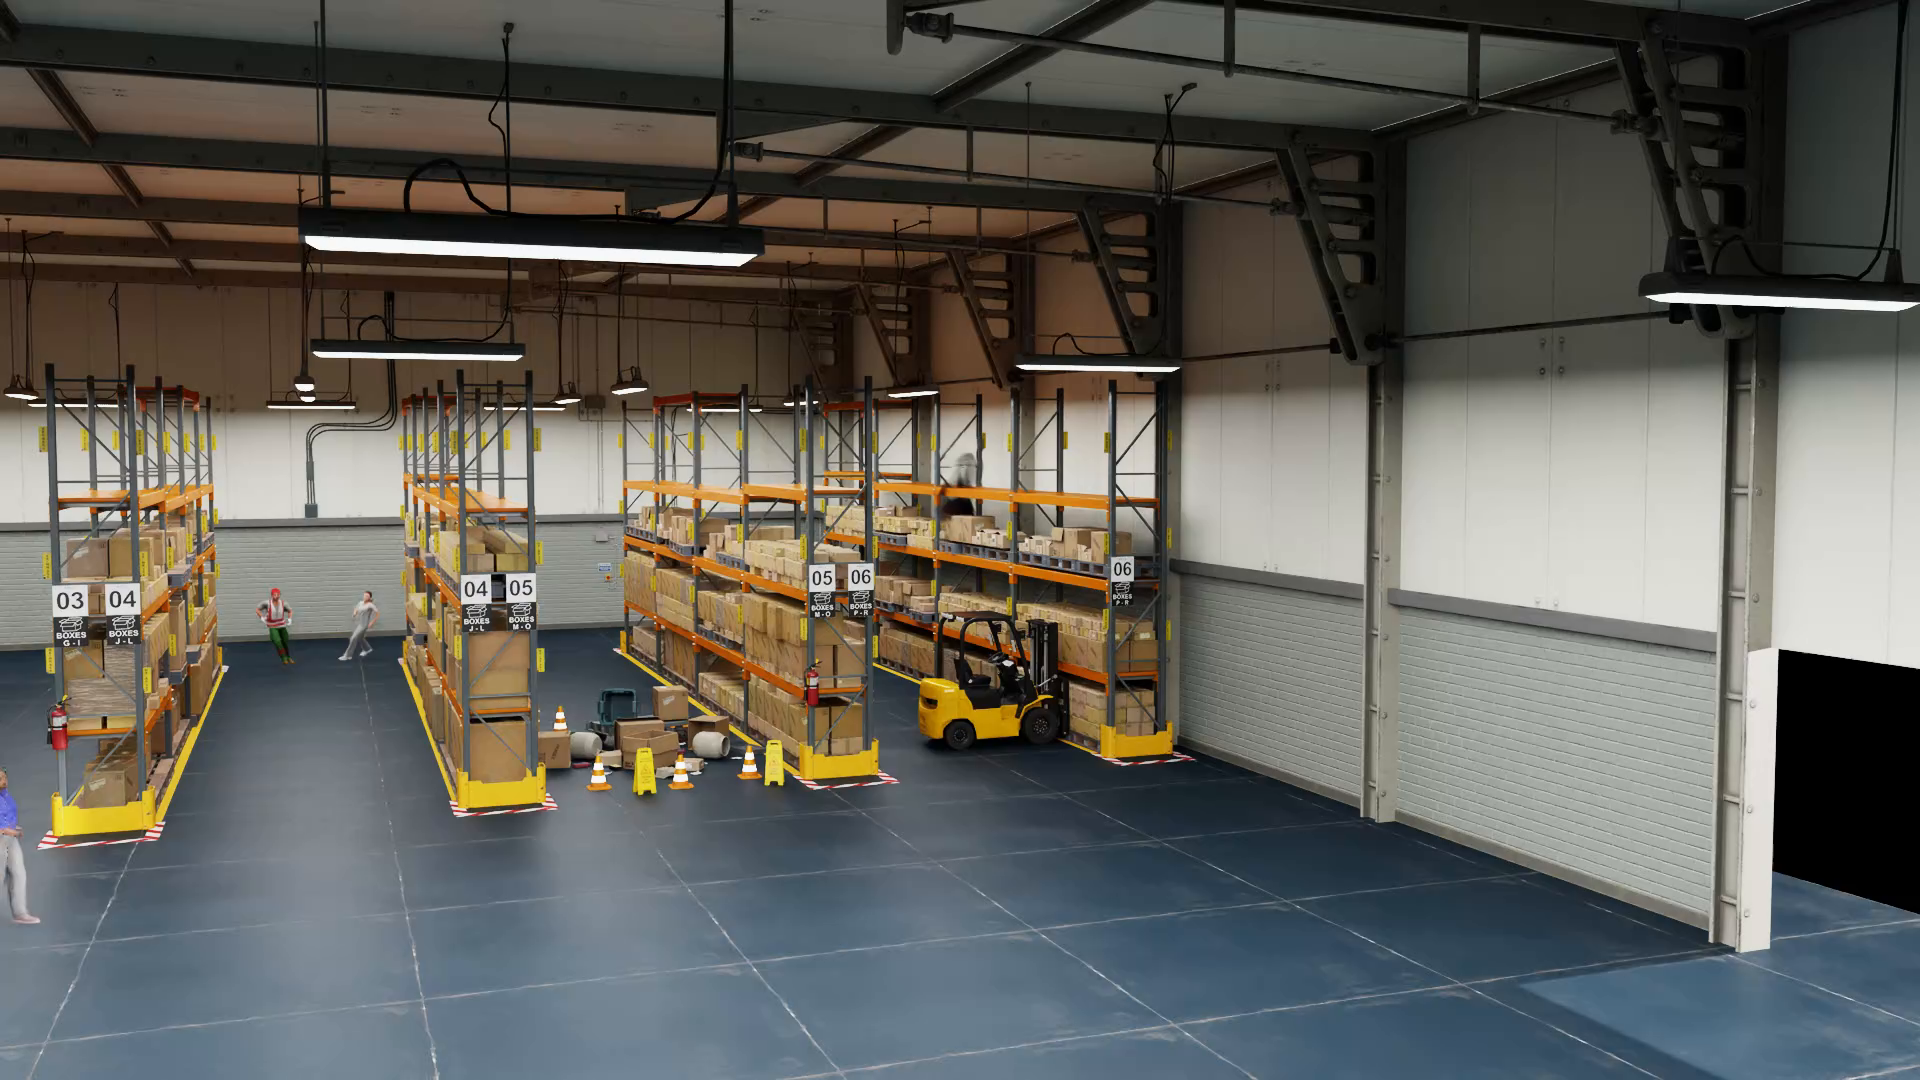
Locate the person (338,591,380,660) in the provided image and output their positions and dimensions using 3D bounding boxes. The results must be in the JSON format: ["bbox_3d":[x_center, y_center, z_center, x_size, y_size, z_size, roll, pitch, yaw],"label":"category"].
[{"bbox_3d":[-13.891,1.956,38.300,0.870,1.588,0.755,-2,4,-35],"label":"person"}]

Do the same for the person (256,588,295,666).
[{"bbox_3d":[-15.022,1.930,36.698,0.836,1.752,1.045,-3,4,-38],"label":"person"}]

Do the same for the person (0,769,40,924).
[{"bbox_3d":[-9.964,3.166,17.235,0.887,1.632,0.581,0,3,7],"label":"person"}]
